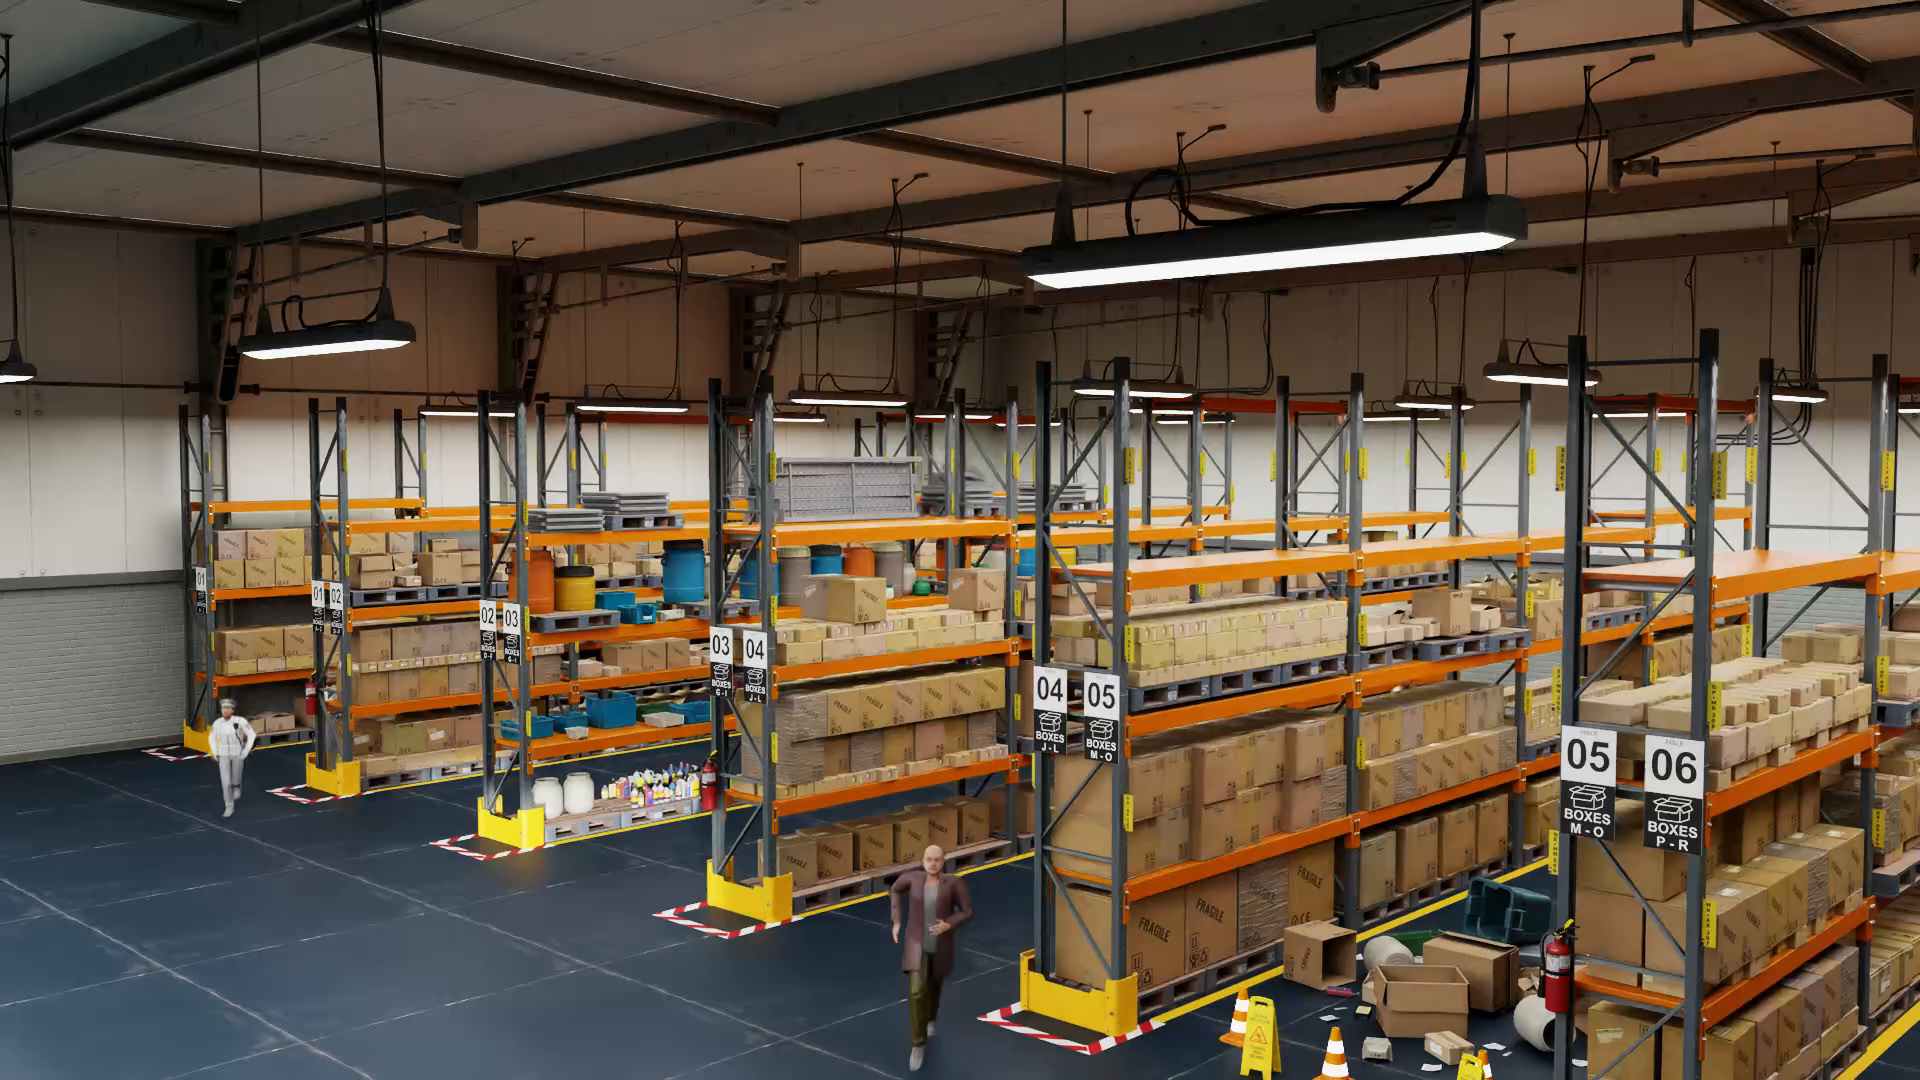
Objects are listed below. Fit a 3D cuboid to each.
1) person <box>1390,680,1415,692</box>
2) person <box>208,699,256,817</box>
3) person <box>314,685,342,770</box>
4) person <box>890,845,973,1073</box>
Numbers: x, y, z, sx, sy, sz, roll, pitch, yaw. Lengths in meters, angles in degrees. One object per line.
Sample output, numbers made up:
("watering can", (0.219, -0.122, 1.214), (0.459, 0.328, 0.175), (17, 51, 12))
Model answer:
("person", (6.913, 2.913, 25.731), (0.664, 1.843, 0.798), (3, 4, 40))
("person", (-10.438, 3.089, 23.863), (0.637, 1.685, 0.617), (-1, 3, -13))
("person", (-10.204, 3.045, 26.992), (0.539, 1.405, 0.526), (2, 4, 31))
("person", (-0.243, 3.512, 14.296), (0.703, 1.815, 0.976), (0, 3, -3))
